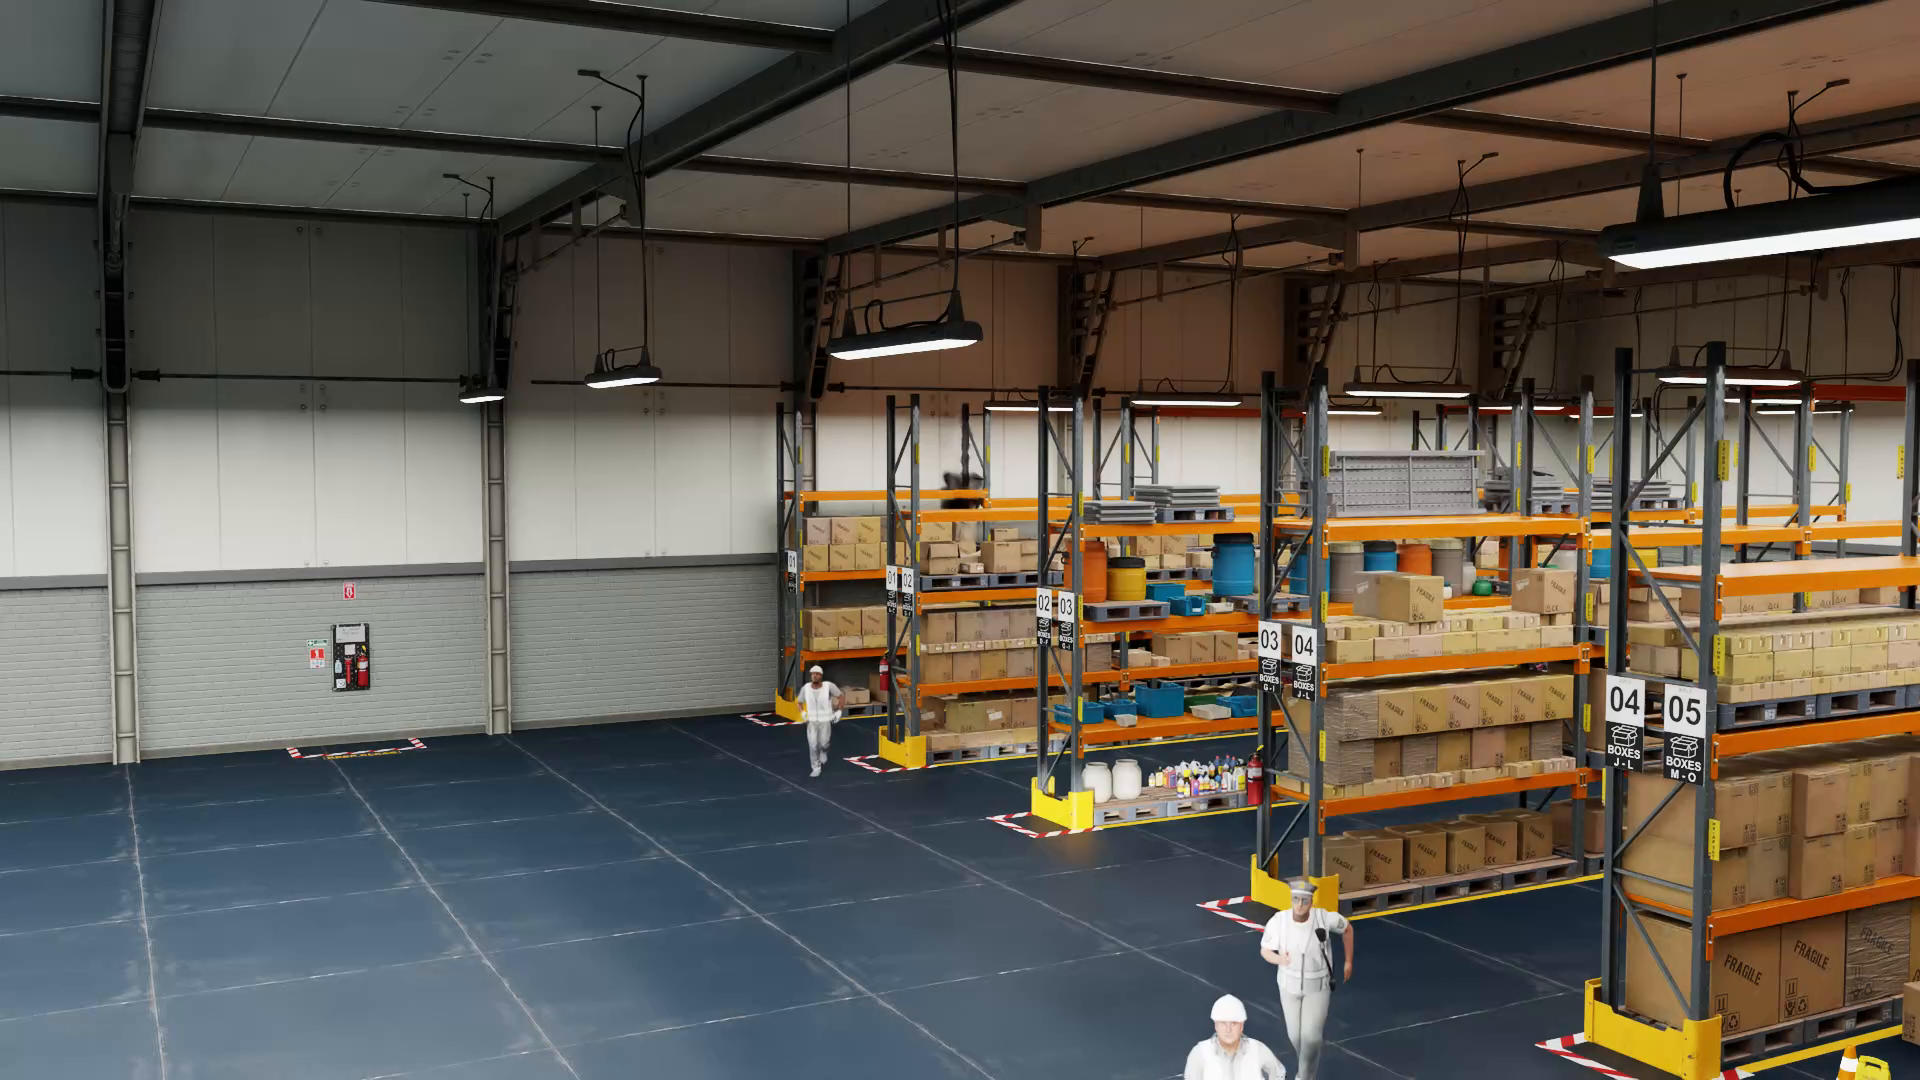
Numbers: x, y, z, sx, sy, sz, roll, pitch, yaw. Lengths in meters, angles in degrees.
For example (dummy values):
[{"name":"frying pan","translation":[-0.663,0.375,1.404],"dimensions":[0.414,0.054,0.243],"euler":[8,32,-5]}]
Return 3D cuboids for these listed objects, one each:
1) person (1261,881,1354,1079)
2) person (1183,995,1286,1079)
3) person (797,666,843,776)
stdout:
[{"name":"person","translation":[2.733,3.545,13.138],"dimensions":[0.689,1.802,0.851],"euler":[1,3,19]},{"name":"person","translation":[1.680,3.701,10.274],"dimensions":[0.621,1.795,0.803],"euler":[1,3,14]},{"name":"person","translation":[-2.202,2.831,26.024],"dimensions":[0.721,1.740,0.663],"euler":[0,3,4]}]
